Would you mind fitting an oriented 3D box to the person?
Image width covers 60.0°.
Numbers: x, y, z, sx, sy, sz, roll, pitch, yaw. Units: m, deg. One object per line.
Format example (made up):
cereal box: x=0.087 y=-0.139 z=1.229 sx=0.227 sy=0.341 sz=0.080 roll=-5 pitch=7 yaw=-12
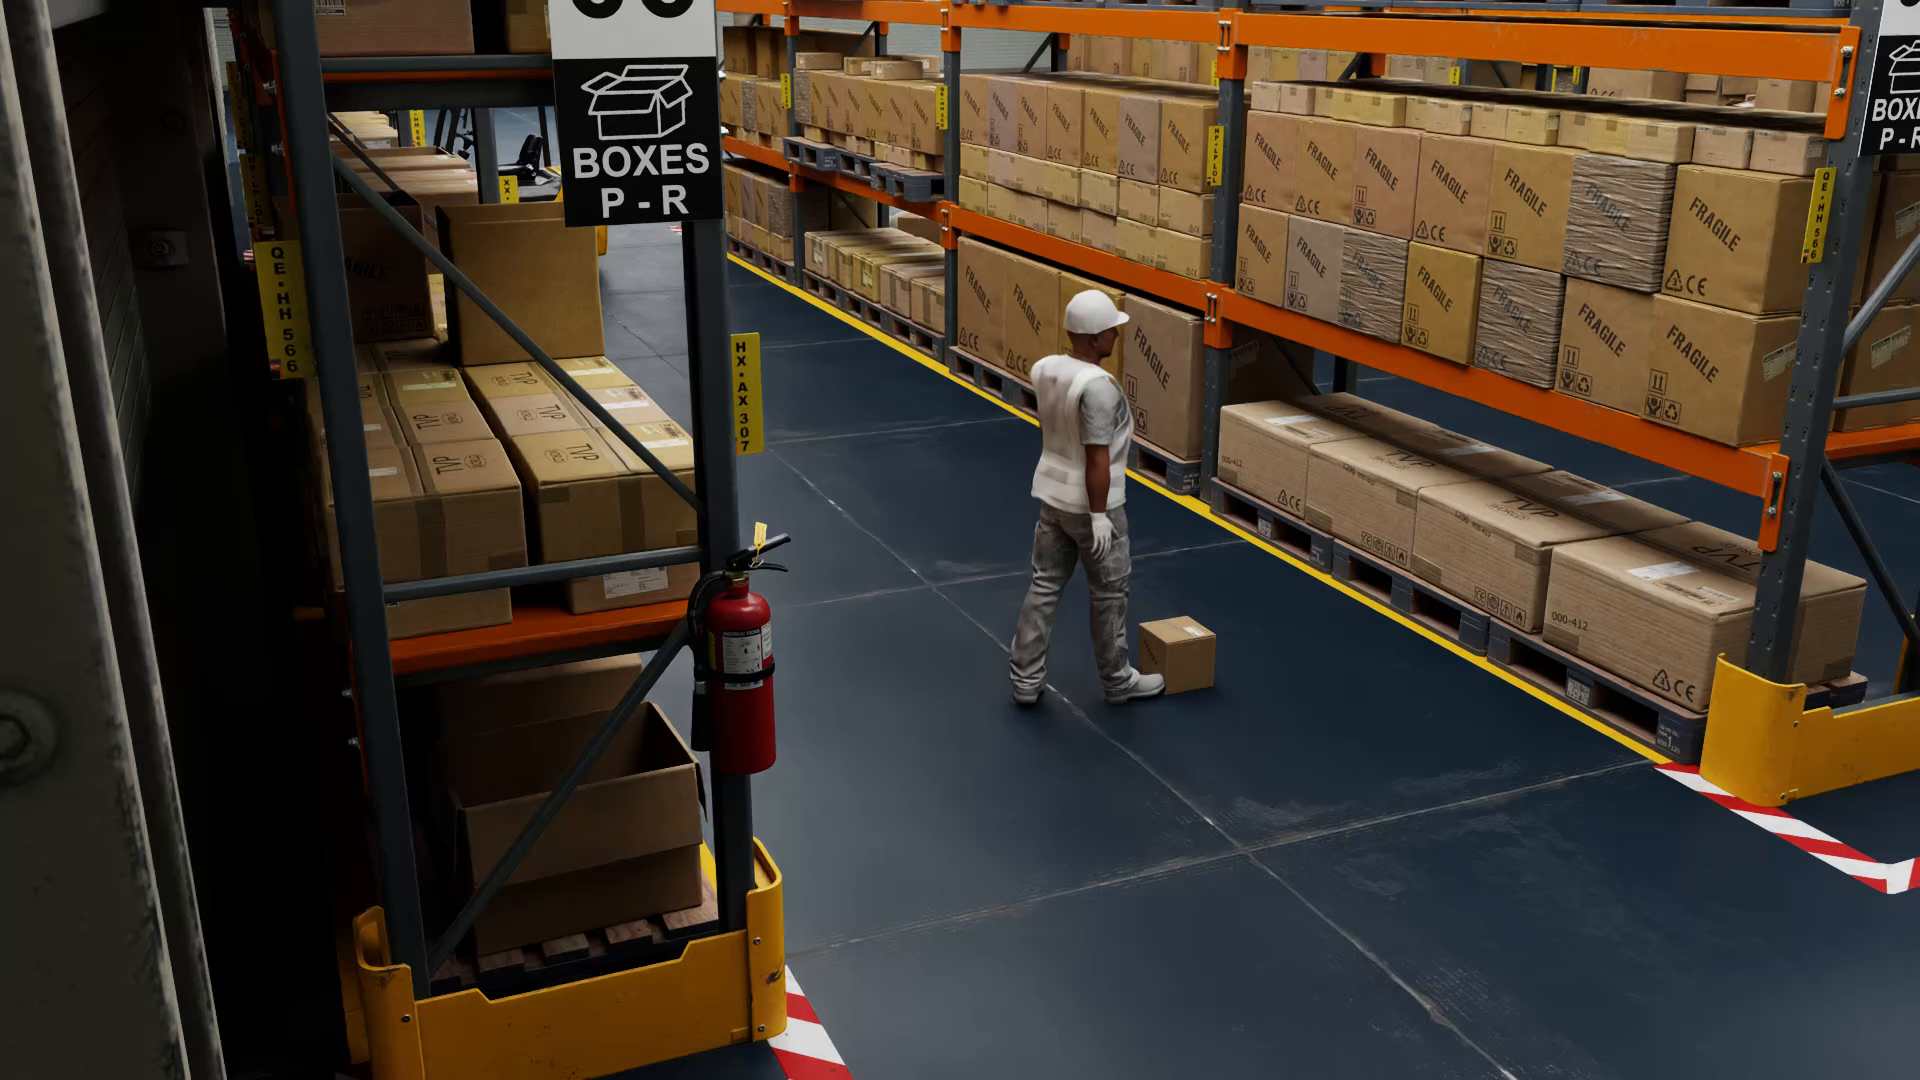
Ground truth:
person: x=0.540 y=-0.166 z=7.003 sx=0.671 sy=1.786 sz=0.560 roll=-11 pitch=22 yaw=-30
